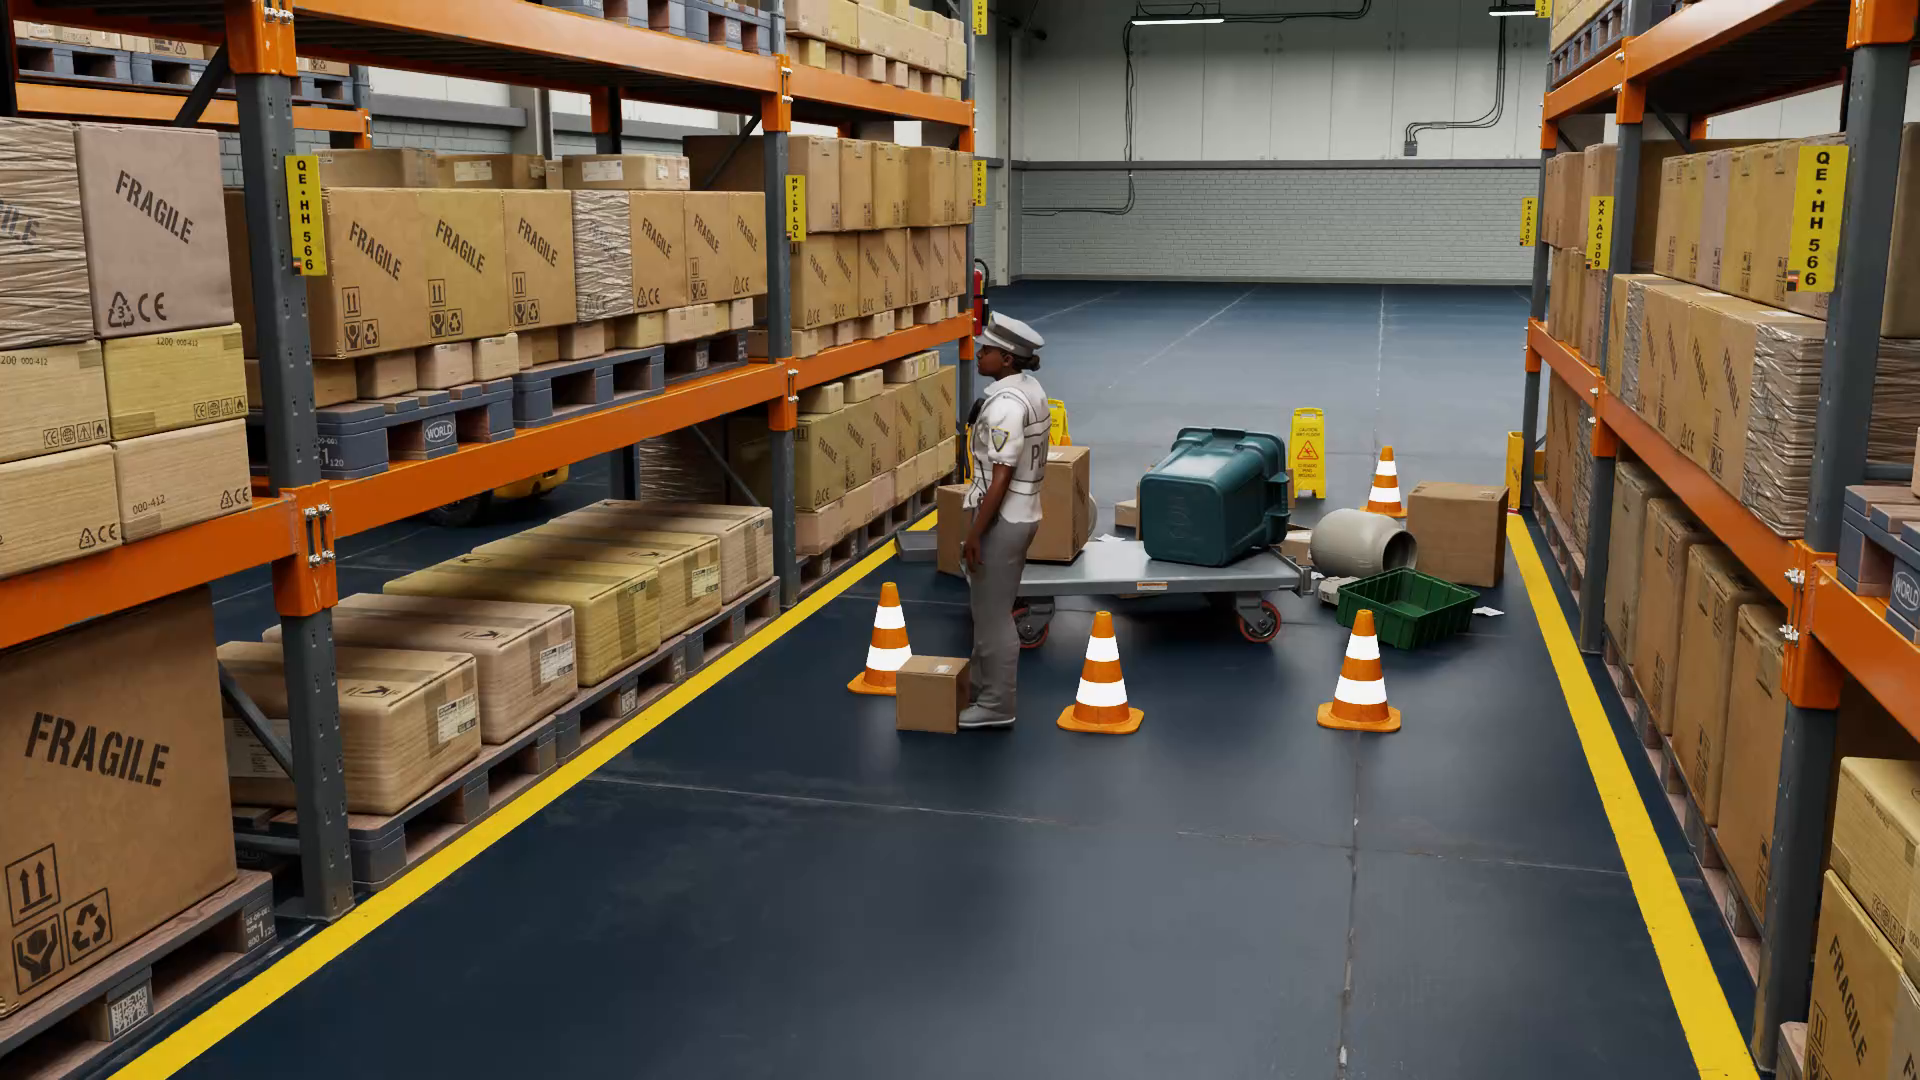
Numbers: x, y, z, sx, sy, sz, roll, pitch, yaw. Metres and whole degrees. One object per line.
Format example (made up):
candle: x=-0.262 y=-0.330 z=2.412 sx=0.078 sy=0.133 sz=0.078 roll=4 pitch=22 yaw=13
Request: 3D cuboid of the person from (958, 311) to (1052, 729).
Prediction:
person: x=0.097 y=-0.077 z=6.699 sx=0.529 sy=1.694 sz=0.568 roll=3 pitch=12 yaw=14
